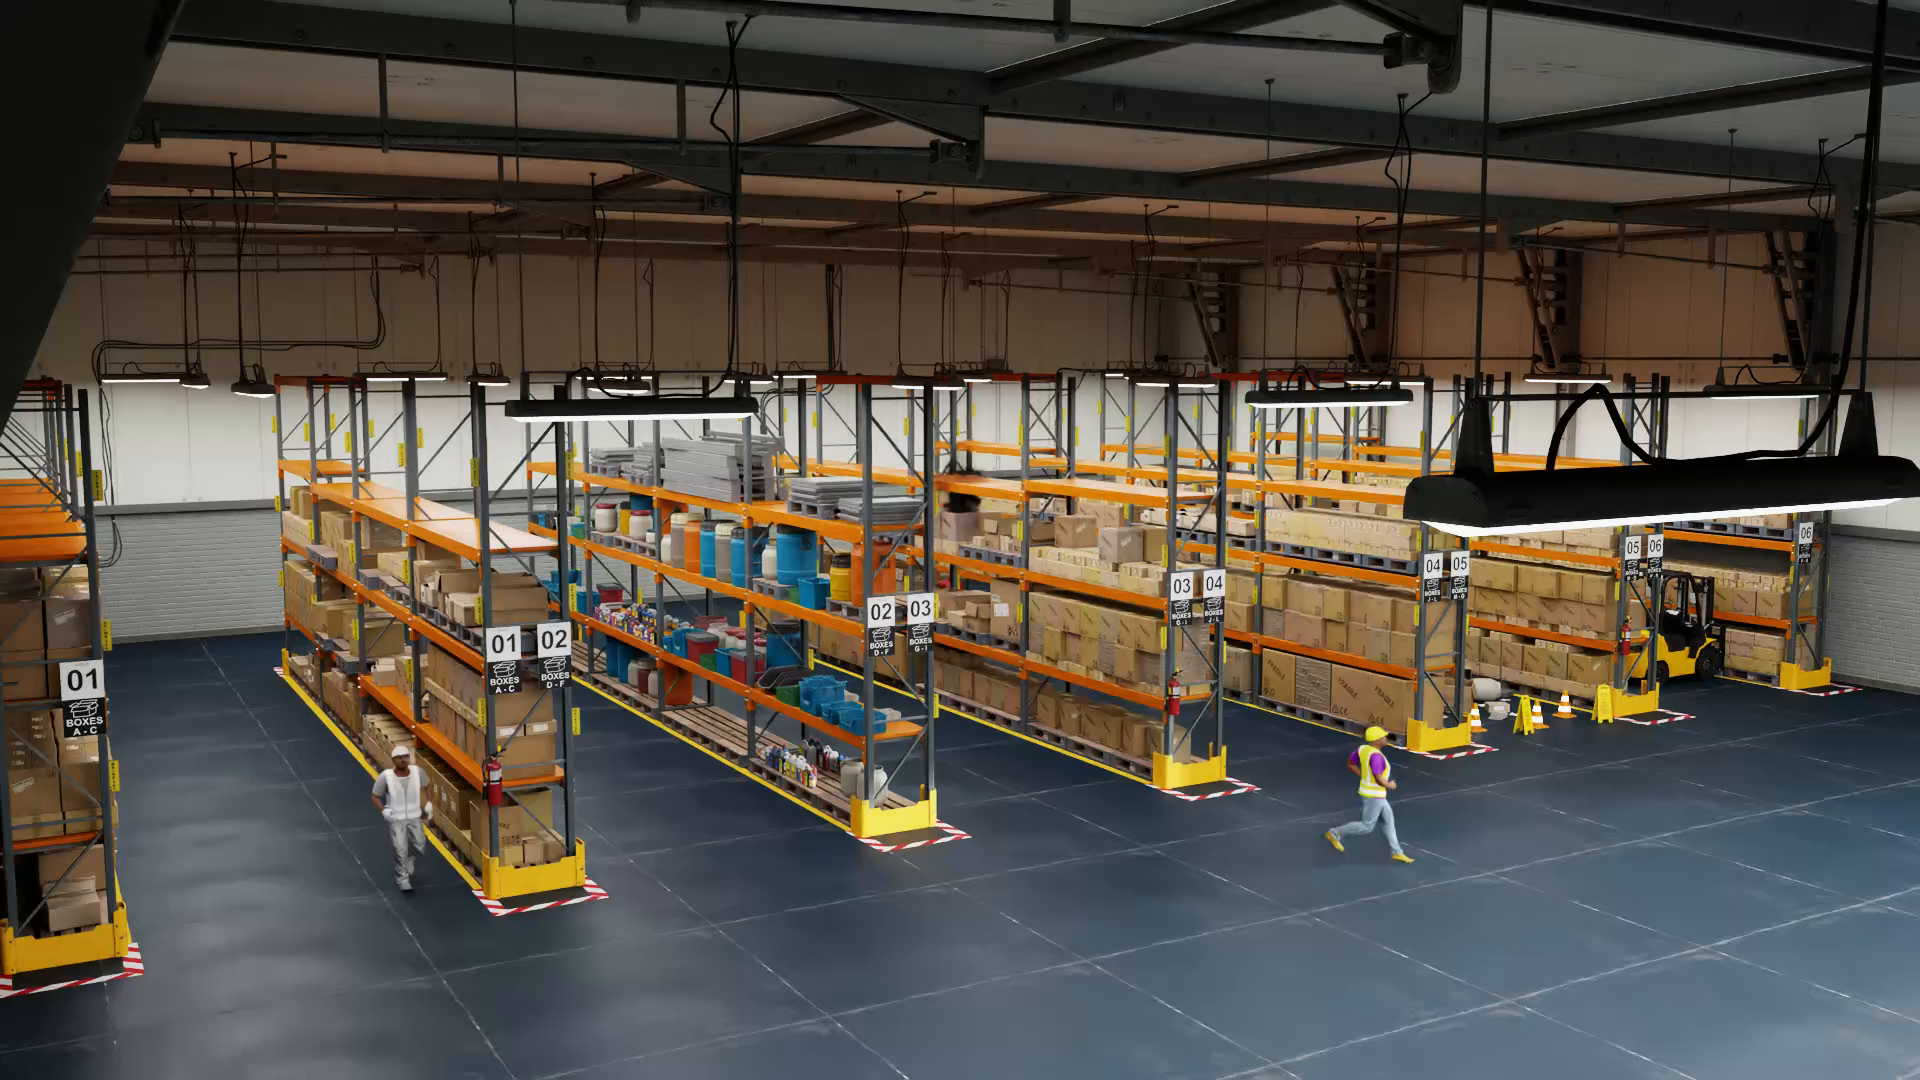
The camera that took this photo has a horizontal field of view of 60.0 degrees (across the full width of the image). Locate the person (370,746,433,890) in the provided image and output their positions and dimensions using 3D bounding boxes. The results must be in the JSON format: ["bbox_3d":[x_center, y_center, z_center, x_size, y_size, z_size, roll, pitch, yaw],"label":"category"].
[{"bbox_3d":[-6.638,3.300,19.837,0.734,1.739,0.630,-4,8,-34],"label":"person"}]

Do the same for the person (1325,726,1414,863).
[{"bbox_3d":[5.142,3.202,20.776,1.139,1.763,0.666,0,6,3],"label":"person"}]

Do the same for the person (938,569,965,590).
[{"bbox_3d":[-0.162,1.467,36.472,0.665,1.706,0.991,-4,8,-35],"label":"person"}]
